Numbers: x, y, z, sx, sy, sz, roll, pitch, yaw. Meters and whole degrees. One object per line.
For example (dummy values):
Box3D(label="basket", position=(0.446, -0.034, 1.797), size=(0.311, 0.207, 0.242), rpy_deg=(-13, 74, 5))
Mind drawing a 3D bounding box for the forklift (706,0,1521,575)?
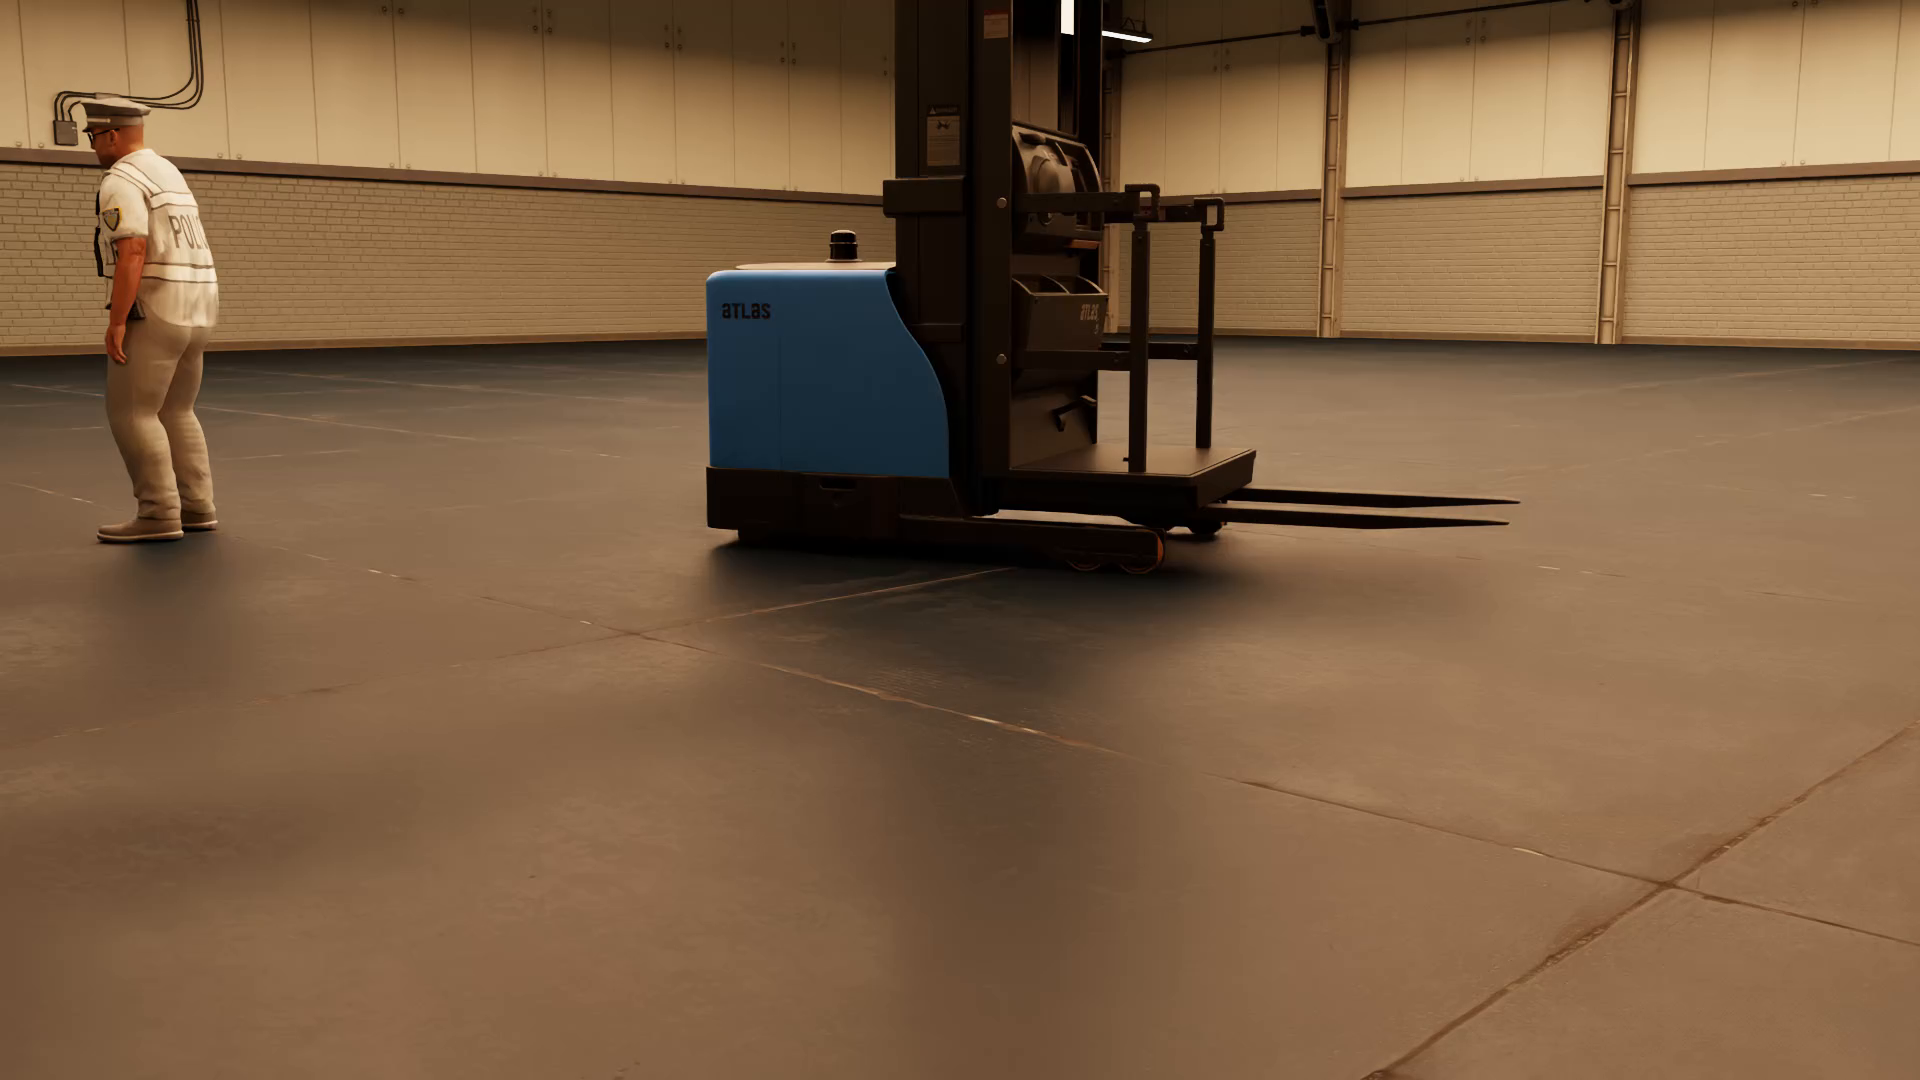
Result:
Box3D(label="forklift", position=(0.565, -1.416, 6.275), size=(3.031, 2.935, 1.130), rpy_deg=(3, 9, 22))

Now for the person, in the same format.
Box3D(label="person", position=(-3.244, -0.882, 6.701), size=(0.443, 1.746, 0.595), rpy_deg=(0, 9, 1))
